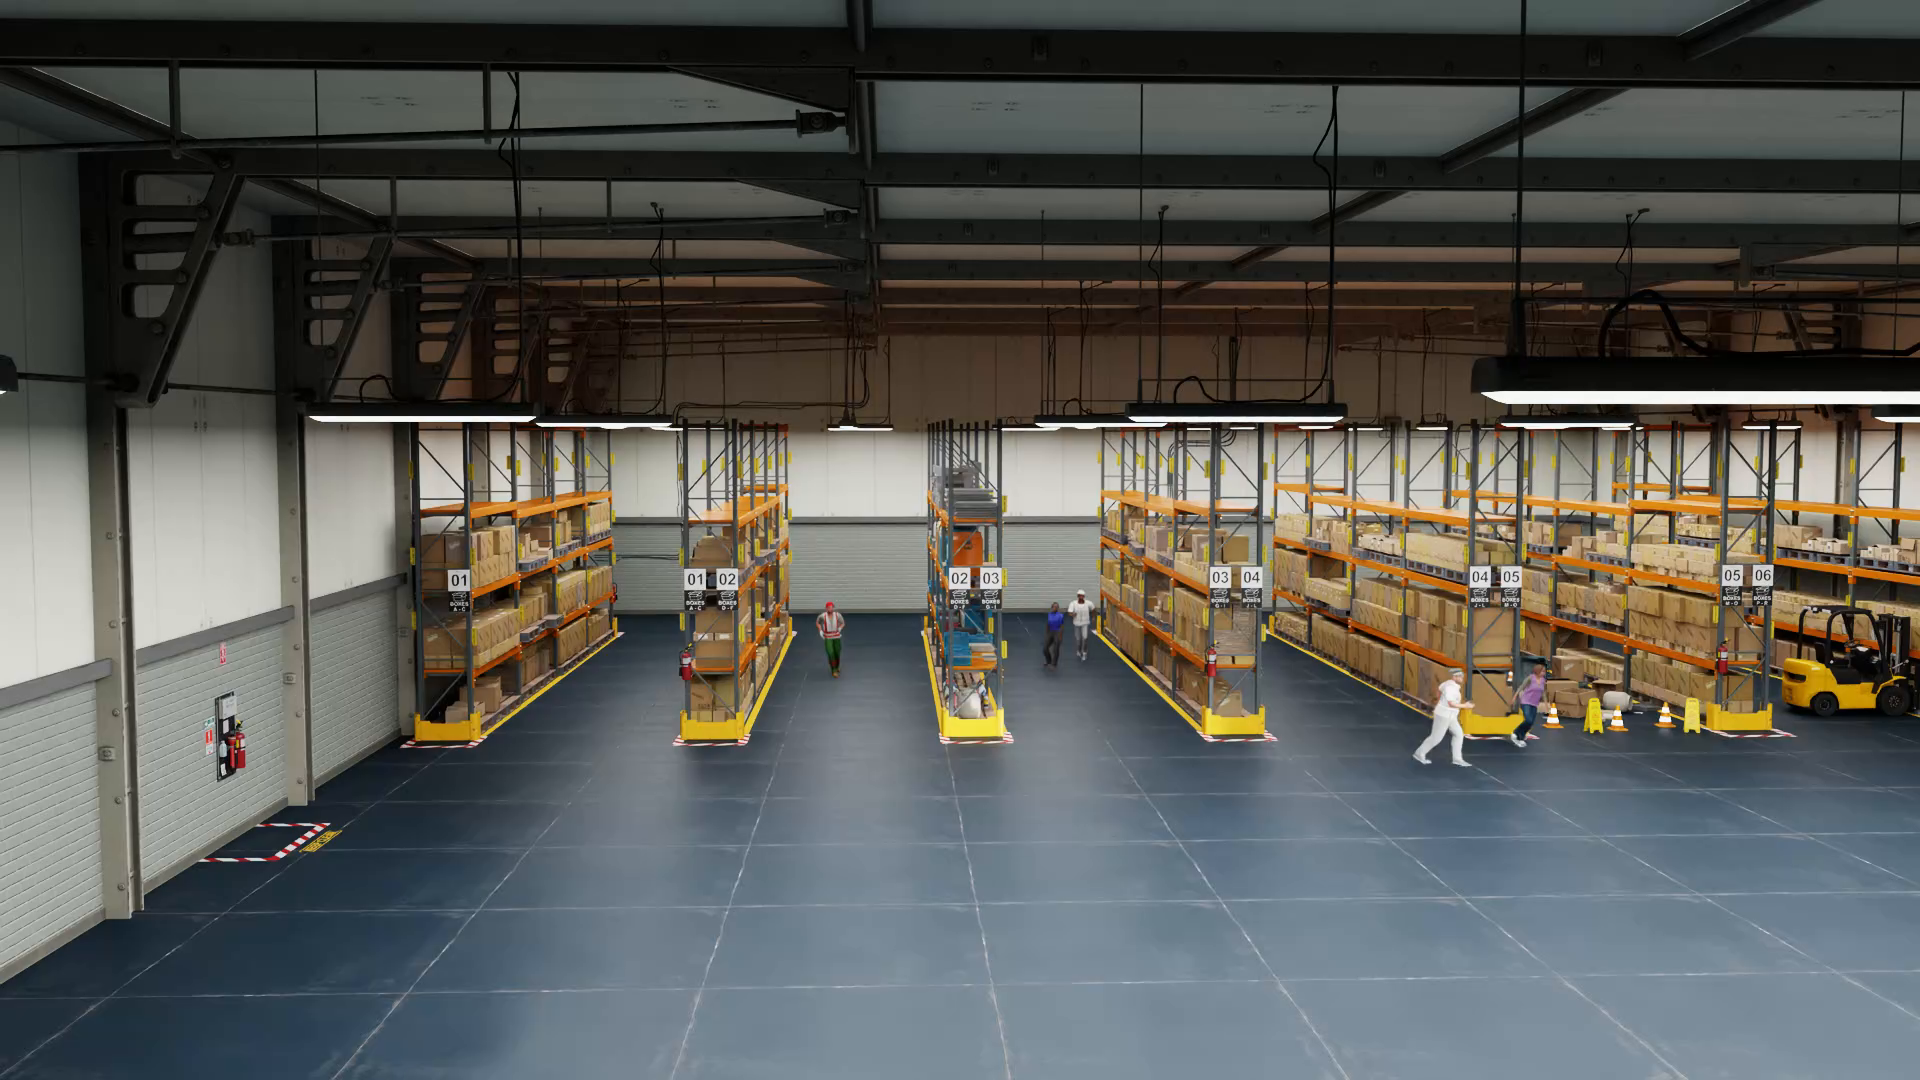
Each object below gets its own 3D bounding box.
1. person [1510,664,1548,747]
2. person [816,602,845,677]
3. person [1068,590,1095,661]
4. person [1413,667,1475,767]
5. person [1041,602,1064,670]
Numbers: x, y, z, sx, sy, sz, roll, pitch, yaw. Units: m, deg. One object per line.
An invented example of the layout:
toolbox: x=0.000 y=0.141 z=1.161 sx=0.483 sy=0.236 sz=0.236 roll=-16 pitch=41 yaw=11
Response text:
person: x=10.387 y=3.017 z=30.332 sx=0.554 sy=1.547 sz=0.544 roll=-2 pitch=4 yaw=-25
person: x=-3.039 y=2.315 z=39.158 sx=0.665 sy=1.760 sz=0.874 roll=-1 pitch=4 yaw=-11
person: x=3.066 y=2.159 z=41.988 sx=0.684 sy=1.810 sz=0.822 roll=0 pitch=4 yaw=6
person: x=8.294 y=3.021 z=28.476 sx=1.004 sy=1.731 sz=0.672 roll=2 pitch=4 yaw=23
person: x=2.244 y=2.339 z=40.310 sx=0.614 sy=1.662 sz=0.431 roll=2 pitch=4 yaw=26
